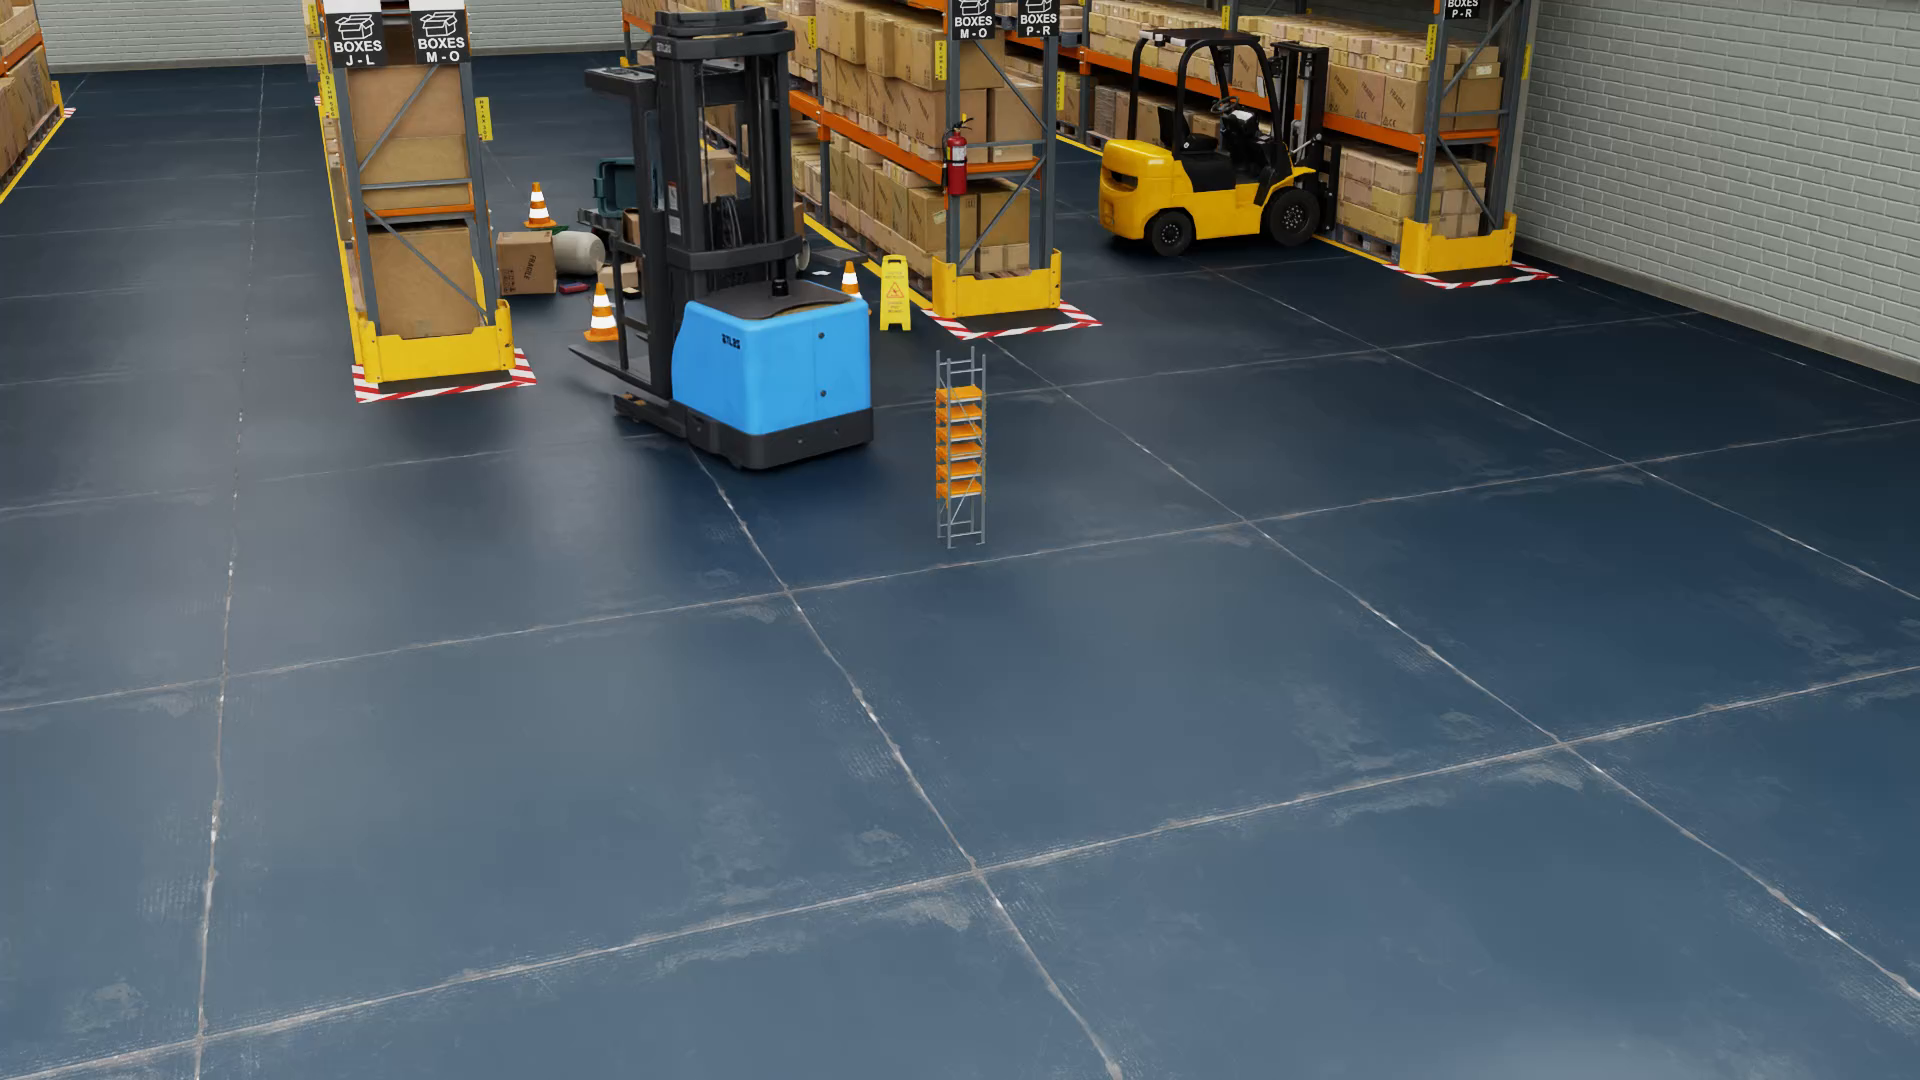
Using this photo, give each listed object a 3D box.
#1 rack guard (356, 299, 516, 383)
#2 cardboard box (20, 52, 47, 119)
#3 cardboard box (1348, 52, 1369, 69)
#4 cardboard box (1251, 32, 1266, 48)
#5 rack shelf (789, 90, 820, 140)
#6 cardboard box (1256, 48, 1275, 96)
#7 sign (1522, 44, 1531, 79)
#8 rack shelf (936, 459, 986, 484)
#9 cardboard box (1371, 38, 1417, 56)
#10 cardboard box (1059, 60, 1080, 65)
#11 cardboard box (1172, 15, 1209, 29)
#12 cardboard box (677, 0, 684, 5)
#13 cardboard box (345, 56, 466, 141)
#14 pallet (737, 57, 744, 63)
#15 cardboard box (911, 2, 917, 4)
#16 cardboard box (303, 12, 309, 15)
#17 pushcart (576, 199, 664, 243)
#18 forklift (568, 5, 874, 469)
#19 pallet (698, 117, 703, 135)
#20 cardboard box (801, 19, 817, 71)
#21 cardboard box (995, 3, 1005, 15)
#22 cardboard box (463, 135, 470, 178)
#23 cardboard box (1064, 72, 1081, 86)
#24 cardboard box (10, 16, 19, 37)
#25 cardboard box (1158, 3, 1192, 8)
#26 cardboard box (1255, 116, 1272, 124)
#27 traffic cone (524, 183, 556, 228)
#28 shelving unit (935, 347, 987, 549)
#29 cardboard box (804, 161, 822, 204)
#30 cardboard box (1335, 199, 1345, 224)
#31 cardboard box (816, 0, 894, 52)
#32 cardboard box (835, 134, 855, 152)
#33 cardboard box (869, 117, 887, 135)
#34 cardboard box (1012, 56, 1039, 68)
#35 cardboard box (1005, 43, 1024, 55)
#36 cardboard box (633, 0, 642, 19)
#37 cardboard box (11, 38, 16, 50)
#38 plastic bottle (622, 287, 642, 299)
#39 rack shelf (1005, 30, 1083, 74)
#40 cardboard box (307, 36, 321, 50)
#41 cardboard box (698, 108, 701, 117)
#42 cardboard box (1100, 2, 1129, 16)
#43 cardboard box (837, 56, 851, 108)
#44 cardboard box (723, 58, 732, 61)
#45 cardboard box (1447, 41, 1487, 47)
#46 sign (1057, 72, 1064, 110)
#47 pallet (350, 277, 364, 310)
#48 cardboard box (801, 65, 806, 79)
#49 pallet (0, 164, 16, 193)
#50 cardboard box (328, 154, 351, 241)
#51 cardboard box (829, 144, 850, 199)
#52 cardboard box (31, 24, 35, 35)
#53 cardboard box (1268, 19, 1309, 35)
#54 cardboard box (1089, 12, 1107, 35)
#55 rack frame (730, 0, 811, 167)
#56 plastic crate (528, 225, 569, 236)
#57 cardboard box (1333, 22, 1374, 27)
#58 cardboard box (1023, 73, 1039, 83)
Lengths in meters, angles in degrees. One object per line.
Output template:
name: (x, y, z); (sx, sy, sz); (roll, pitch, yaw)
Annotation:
rack guard: (-4.223, -1.610, 13.426); (1.175, 0.500, 0.348); (-8, 24, -19)
cardboard box: (-13.937, -6.603, 24.248); (0.875, 0.875, 0.875); (-8, 24, -19)
cardboard box: (4.253, -4.975, 17.228); (0.380, 0.149, 0.250); (-9, 25, -21)
cardboard box: (3.552, -5.722, 18.999); (0.380, 0.149, 0.250); (-8, 24, -18)
rack shelf: (-1.756, -5.335, 19.972); (1.077, 0.370, 4.000); (-8, 24, -19)
cardboard box: (3.705, -5.284, 18.797); (0.500, 0.500, 0.500); (-8, 24, -18)
sign: (5.527, -4.678, 16.271); (0.100, 0.325, 0.005); (-8, 24, -19)
rack shelf: (0.005, -0.396, 10.068); (0.258, 0.103, 0.180); (-8, 24, -19)
cardboard box: (4.430, -5.030, 16.974); (0.380, 0.149, 0.250); (-8, 24, -19)
cardboard box: (1.725, -7.215, 25.349); (0.380, 0.149, 0.250); (-9, 25, -21)
cardboard box: (2.868, -6.430, 20.679); (0.380, 0.149, 0.250); (-9, 24, -20)
cardboard box: (-3.783, -7.973, 23.889); (0.500, 0.500, 0.500); (-8, 24, -19)
cardboard box: (-4.326, -3.478, 13.055); (0.875, 0.550, 0.550); (-8, 24, -19)
pallet: (-2.111, -6.061, 21.014); (1.213, 0.211, 1.003); (-8, 24, -19)
cardboard box: (-0.654, -9.624, 29.544); (0.380, 0.149, 0.250); (-8, 24, -18)
cardboard box: (-8.114, -6.615, 21.099); (0.380, 0.149, 0.250); (-7, 24, -16)
pushcart: (-3.165, -3.401, 17.833); (1.648, 0.377, 0.936); (-18, 29, -37)
forklift: (-1.934, -2.327, 11.998); (1.130, 2.935, 3.031); (-18, 29, -36)
pallet: (-3.532, -6.292, 24.906); (1.003, 0.211, 1.213); (-8, 24, -19)
cardboard box: (-1.427, -5.453, 18.273); (0.500, 0.500, 0.500); (-9, 24, -20)
cardboard box: (0.911, -8.374, 25.587); (0.700, 0.500, 0.500); (-8, 24, -18)
cardboard box: (-4.700, -3.386, 14.228); (0.875, 0.550, 0.550); (-8, 24, -19)
cardboard box: (1.643, -6.656, 24.022); (0.380, 0.149, 0.250); (-10, 25, -22)
cardboard box: (-13.427, -7.131, 23.116); (0.500, 0.250, 0.500); (-8, 24, -18)
cardboard box: (2.867, -7.069, 22.195); (0.380, 0.149, 0.250); (-9, 24, -20)
cardboard box: (3.470, -4.791, 19.467); (0.500, 0.250, 0.500); (-9, 24, -20)
traffic cone: (-4.706, -3.750, 18.550); (0.336, 0.463, 0.334); (-8, 24, -19)
shelving unit: (0.005, -0.548, 10.004); (0.258, 1.200, 0.189); (-8, 24, -19)
cardboard box: (-1.237, -4.113, 18.989); (0.950, 0.372, 0.625); (-8, 24, -18)
cardboard box: (4.209, -3.588, 17.900); (0.500, 0.250, 0.500); (-8, 24, -18)
cardboard box: (-1.097, -5.394, 17.387); (0.700, 0.500, 0.500); (-9, 24, -20)
cardboard box: (-1.106, -4.206, 17.566); (0.380, 0.149, 0.250); (-8, 24, -18)
cardboard box: (-0.680, -4.112, 16.467); (0.380, 0.149, 0.250); (-8, 24, -19)
cardboard box: (1.026, -7.423, 25.843); (0.380, 0.149, 0.250); (-9, 24, -20)
cardboard box: (0.781, -7.752, 26.240); (0.380, 0.149, 0.250); (-10, 25, -22)
cardboard box: (-5.020, -8.765, 27.055); (0.500, 0.500, 0.500); (-8, 24, -19)
cardboard box: (-13.221, -6.811, 22.871); (0.380, 0.149, 0.250); (-9, 24, -20)
plastic bottle: (-3.138, -2.339, 15.720); (0.133, 0.061, 0.283); (-18, 29, -37)
rack shelf: (1.473, -7.471, 25.040); (1.077, 0.370, 4.000); (-8, 24, -19)
cardboard box: (-7.658, -6.009, 20.045); (0.380, 0.149, 0.250); (-8, 24, -18)
cardboard box: (-3.582, -6.847, 24.828); (0.875, 0.875, 0.875); (-8, 24, -17)
cardboard box: (2.112, -7.168, 22.430); (0.380, 0.149, 0.250); (-8, 24, -18)
cardboard box: (-0.956, -4.746, 17.136); (0.500, 0.500, 0.500); (-8, 24, -19)
cardboard box: (-2.884, -6.472, 21.937); (0.500, 0.250, 0.500); (-9, 25, -21)
cardboard box: (5.052, -4.908, 16.685); (0.380, 0.149, 0.250); (-7, 24, -17)
sign: (0.871, -3.960, 14.669); (0.100, 0.325, 0.005); (-8, 24, -19)
pallet: (-5.014, -2.208, 15.217); (1.003, 0.211, 1.213); (-8, 24, -19)
cardboard box: (-1.566, -5.265, 18.663); (0.380, 0.149, 0.250); (-9, 25, -21)
pallet: (-12.369, -4.488, 20.627); (1.003, 0.211, 1.213); (-8, 24, -19)
cardboard box: (-5.948, -3.594, 17.271); (1.050, 0.750, 0.750); (-8, 24, -19)
cardboard box: (-1.094, -3.961, 17.819); (0.500, 0.500, 0.500); (-7, 24, -16)
cardboard box: (-13.944, -7.554, 24.635); (0.380, 0.149, 0.250); (-8, 24, -19)
cardboard box: (3.703, -5.774, 18.740); (0.380, 0.149, 0.250); (-9, 24, -20)
cardboard box: (2.085, -7.039, 22.638); (0.500, 0.250, 0.500); (-8, 24, -19)
rack frame: (-2.462, -6.393, 21.557); (1.000, 3.000, 0.127); (-8, 24, -19)
plastic crate: (-4.358, -3.071, 17.222); (0.450, 0.188, 0.662); (-6, 21, 12)
cardboard box: (4.364, -5.659, 18.468); (0.380, 0.149, 0.250); (-9, 24, -20)
cardboard box: (1.274, -6.801, 25.201); (0.500, 0.500, 0.500); (-9, 25, -21)
